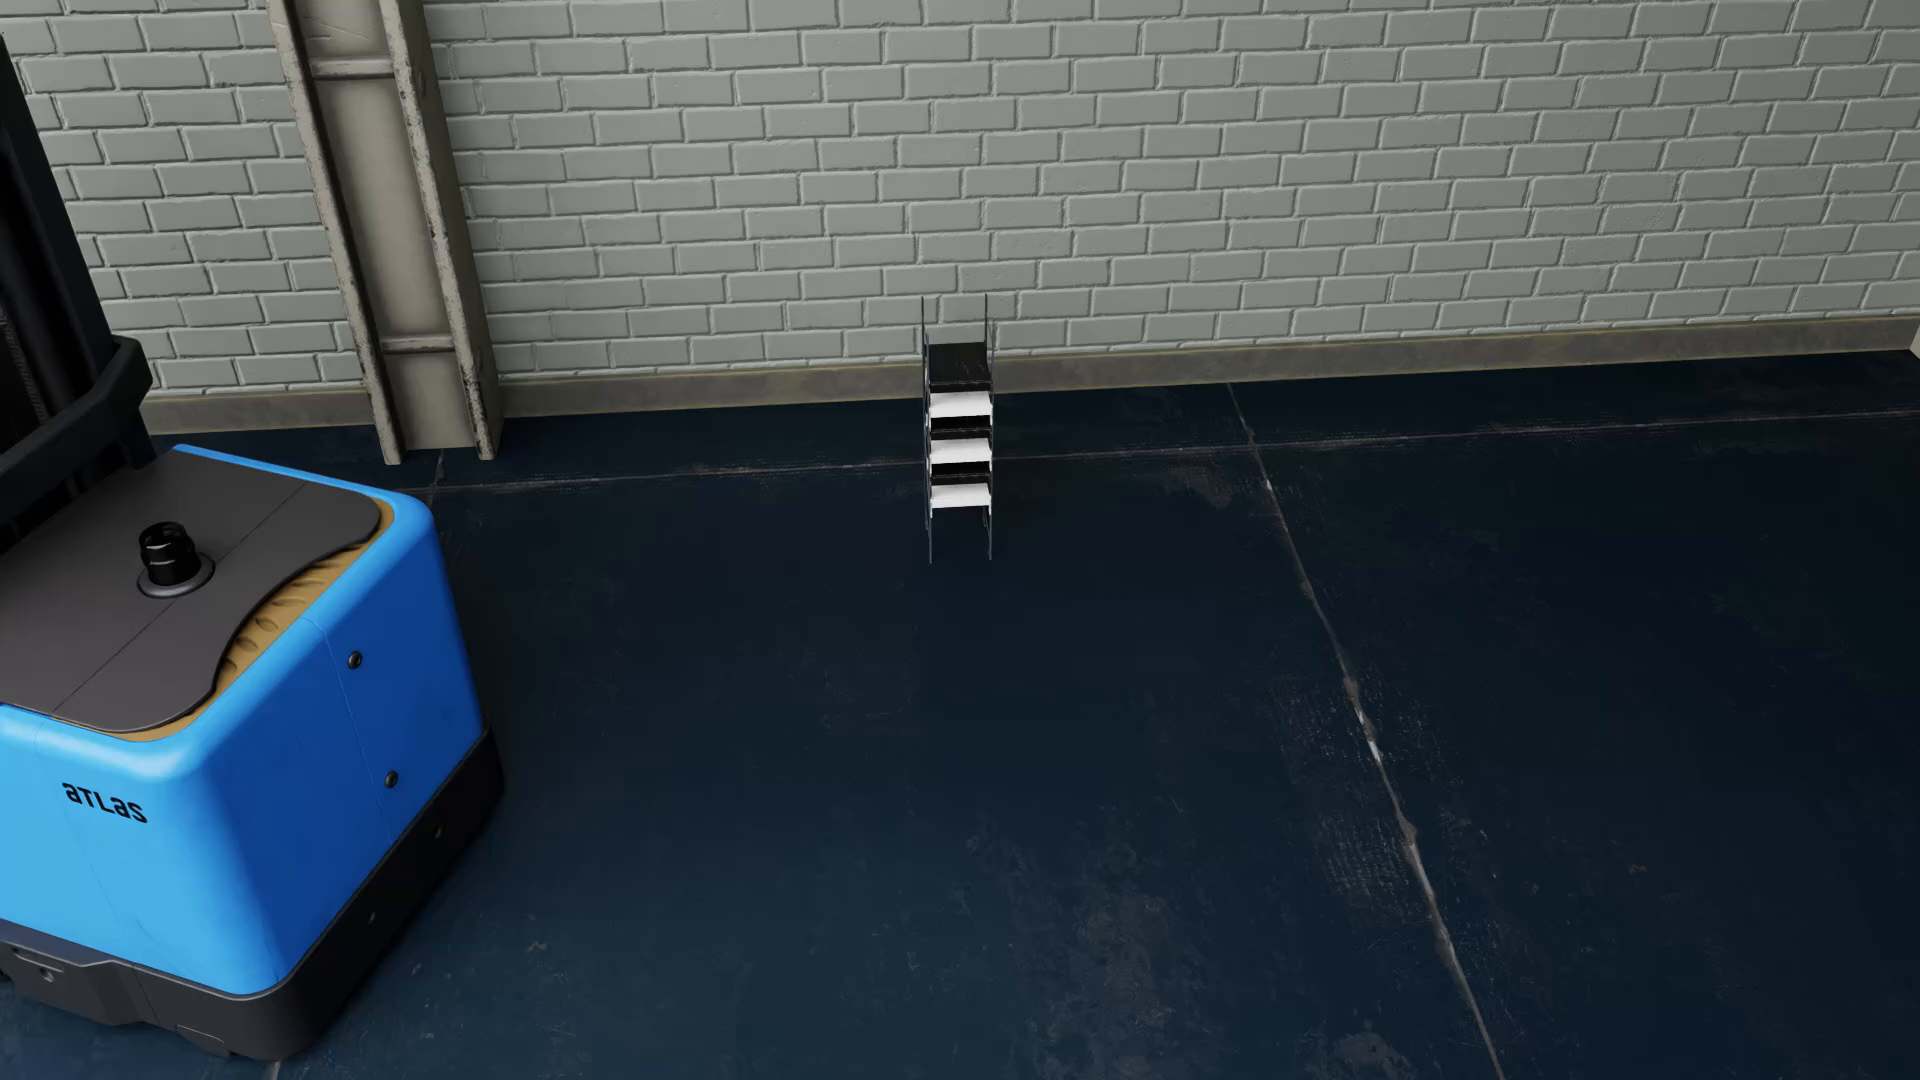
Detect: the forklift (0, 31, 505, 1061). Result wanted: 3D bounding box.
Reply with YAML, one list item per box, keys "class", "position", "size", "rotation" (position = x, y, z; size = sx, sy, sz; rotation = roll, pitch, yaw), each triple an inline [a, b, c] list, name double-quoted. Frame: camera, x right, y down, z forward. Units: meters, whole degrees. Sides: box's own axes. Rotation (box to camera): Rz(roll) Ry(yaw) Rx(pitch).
- class: "forklift"
  position: [-2.873, -0.427, 3.925]
  size: [3.031, 2.935, 1.130]
  rotation: [12, 40, 15]

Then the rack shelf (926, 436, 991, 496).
- class: "rack shelf"
  position: [-0.008, -0.256, 5.547]
  size: [0.200, 0.077, 0.258]
  rotation: [-3, 38, -4]

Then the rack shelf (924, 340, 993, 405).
- class: "rack shelf"
  position: [-0.008, -0.539, 5.324]
  size: [0.200, 0.077, 0.258]
  rotation: [-3, 38, -4]

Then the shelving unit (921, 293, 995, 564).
- class: "shelving unit"
  position: [-0.008, -0.353, 5.471]
  size: [0.210, 0.900, 0.258]
  rotation: [-3, 38, -4]

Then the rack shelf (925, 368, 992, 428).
- class: "rack shelf"
  position: [-0.008, -0.468, 5.380]
  size: [0.200, 0.077, 0.258]
  rotation: [-3, 38, -4]

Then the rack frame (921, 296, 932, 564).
- class: "rack frame"
  position: [-0.109, -0.347, 5.464]
  size: [0.006, 0.900, 0.240]
  rotation: [-3, 38, -4]

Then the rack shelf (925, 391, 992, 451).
- class: "rack shelf"
  position: [-0.008, -0.397, 5.436]
  size: [0.200, 0.077, 0.258]
  rotation: [-3, 38, -4]

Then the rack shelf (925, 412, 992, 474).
- class: "rack shelf"
  position: [-0.008, -0.327, 5.491]
  size: [0.200, 0.077, 0.258]
  rotation: [-3, 38, -4]

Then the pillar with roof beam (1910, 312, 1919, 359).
- class: "pillar with roof beam"
  position: [4.433, -1.588, 0.498]
  size: [0.400, 9.000, 9.100]
  rotation: [-3, 38, -4]

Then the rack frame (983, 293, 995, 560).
- class: "rack frame"
  position: [0.093, -0.358, 5.478]
  size: [0.006, 0.900, 0.240]
  rotation: [-3, 38, -4]

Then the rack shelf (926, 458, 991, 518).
- class: "rack shelf"
  position: [-0.008, -0.185, 5.603]
  size: [0.200, 0.077, 0.258]
  rotation: [-3, 38, -4]
